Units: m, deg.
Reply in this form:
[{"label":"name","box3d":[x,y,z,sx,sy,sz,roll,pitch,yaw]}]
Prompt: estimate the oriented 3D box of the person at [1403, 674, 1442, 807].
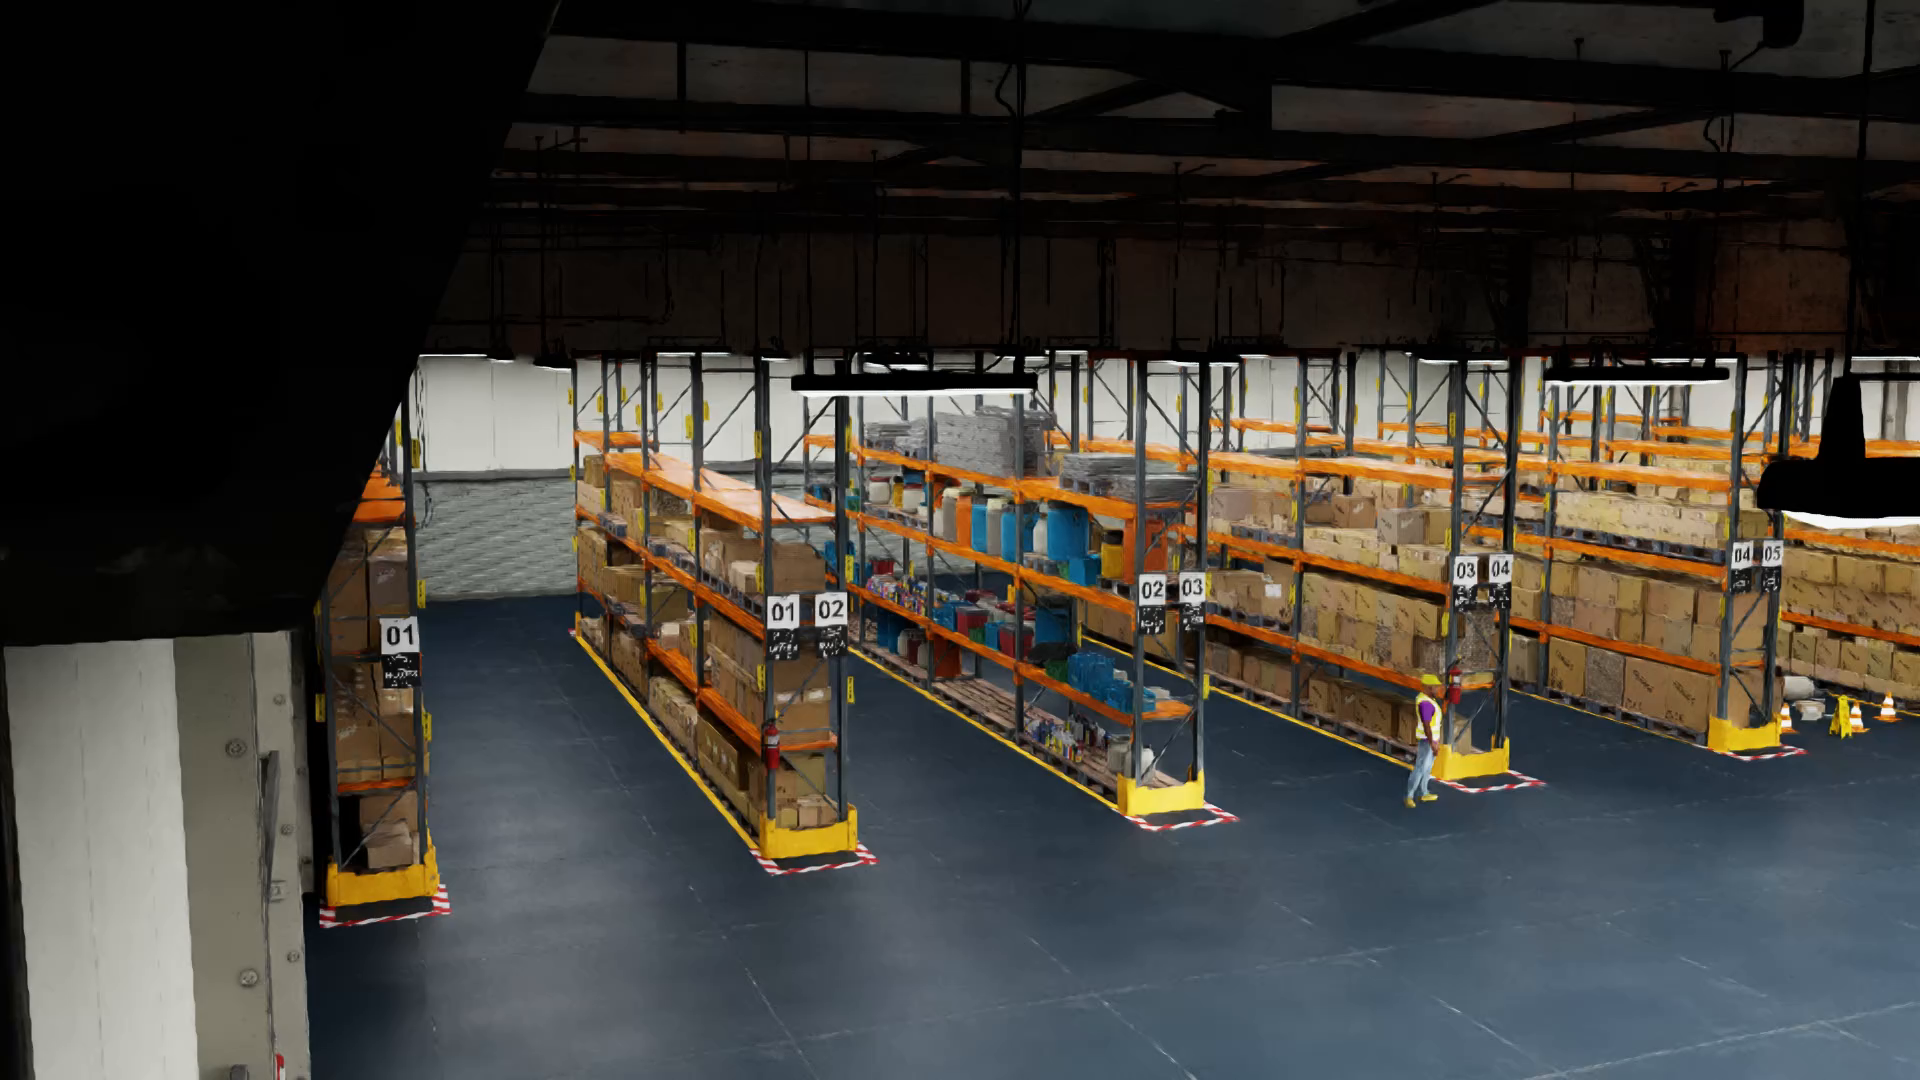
[{"label":"person","box3d":[6.234,2.686,22.371,0.472,1.766,0.714,2,7,18]}]
